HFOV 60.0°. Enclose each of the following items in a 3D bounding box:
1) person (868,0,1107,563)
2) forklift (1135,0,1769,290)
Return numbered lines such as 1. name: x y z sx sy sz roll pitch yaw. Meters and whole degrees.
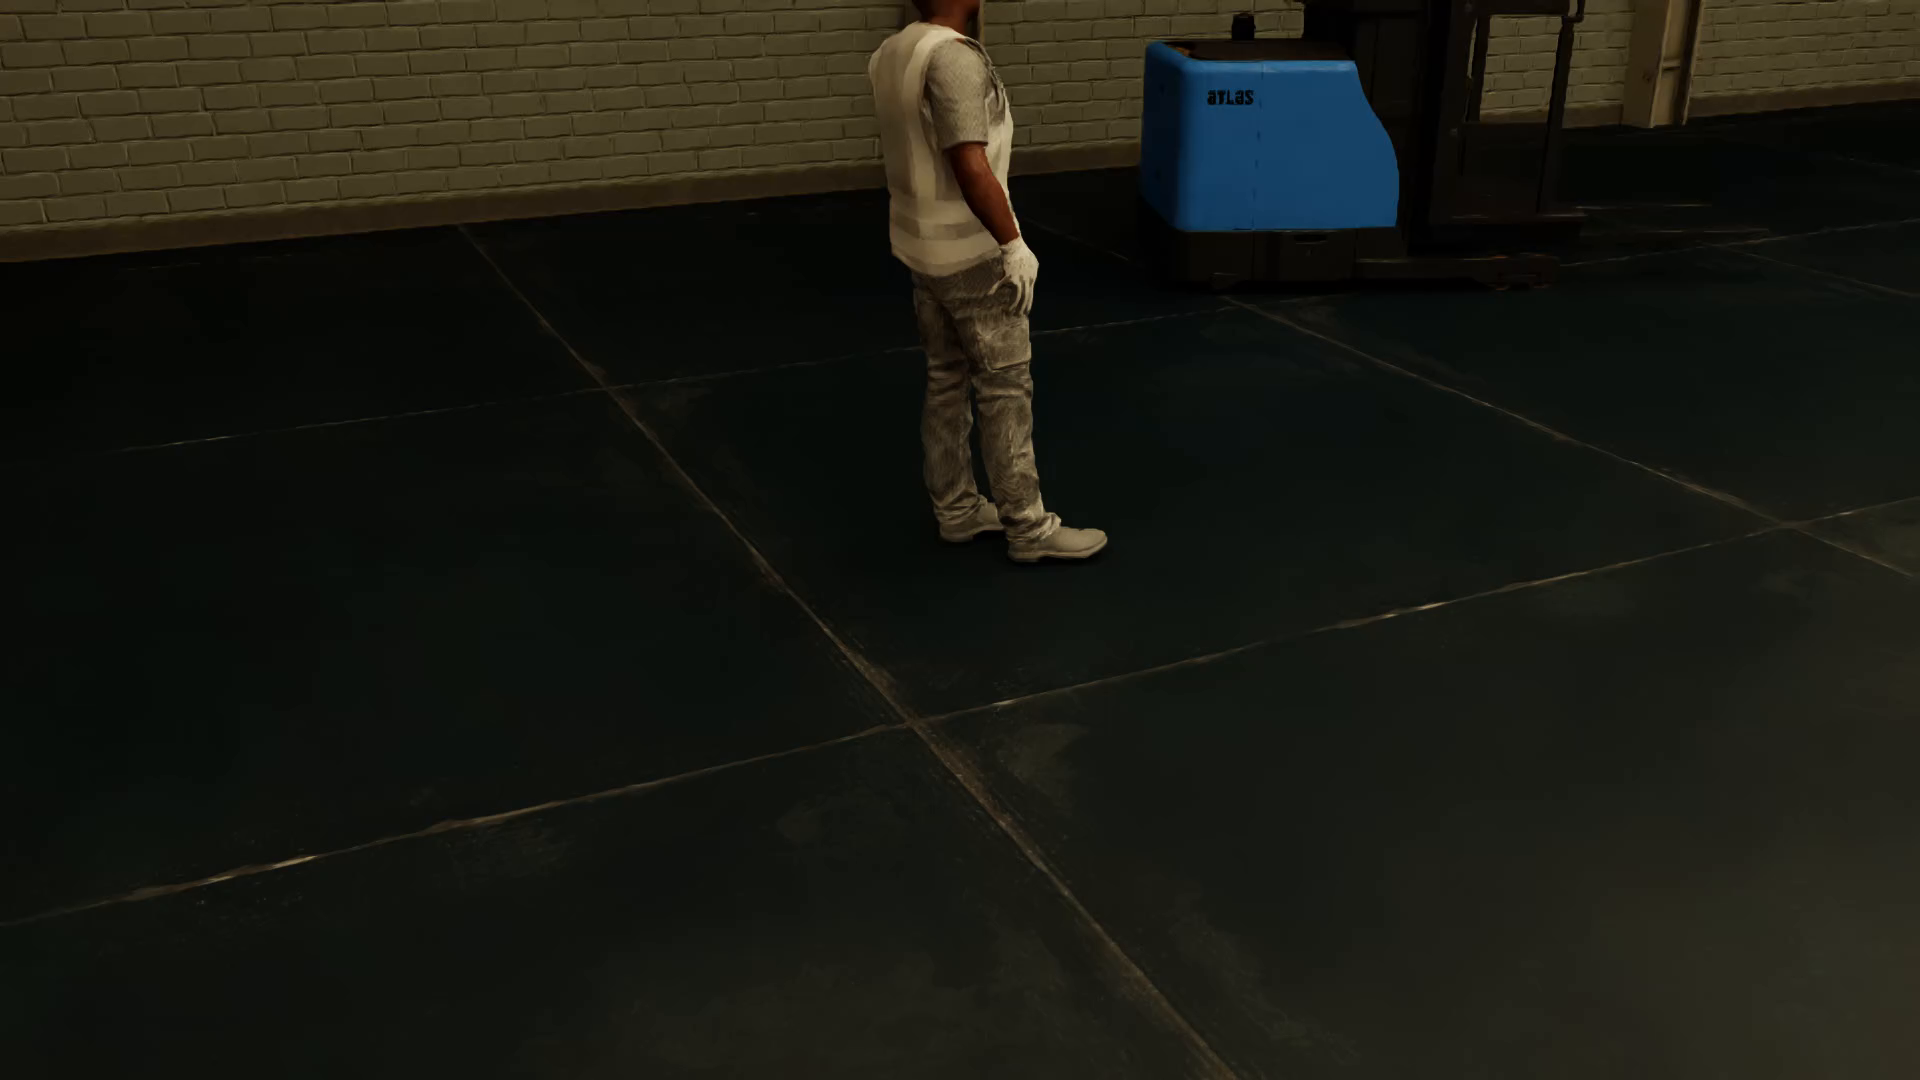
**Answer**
1. person: 0.069 -0.839 4.784 0.576 1.782 0.655 -10 25 -23
2. forklift: 2.464 -2.756 7.920 3.031 2.935 1.130 -2 23 -5
